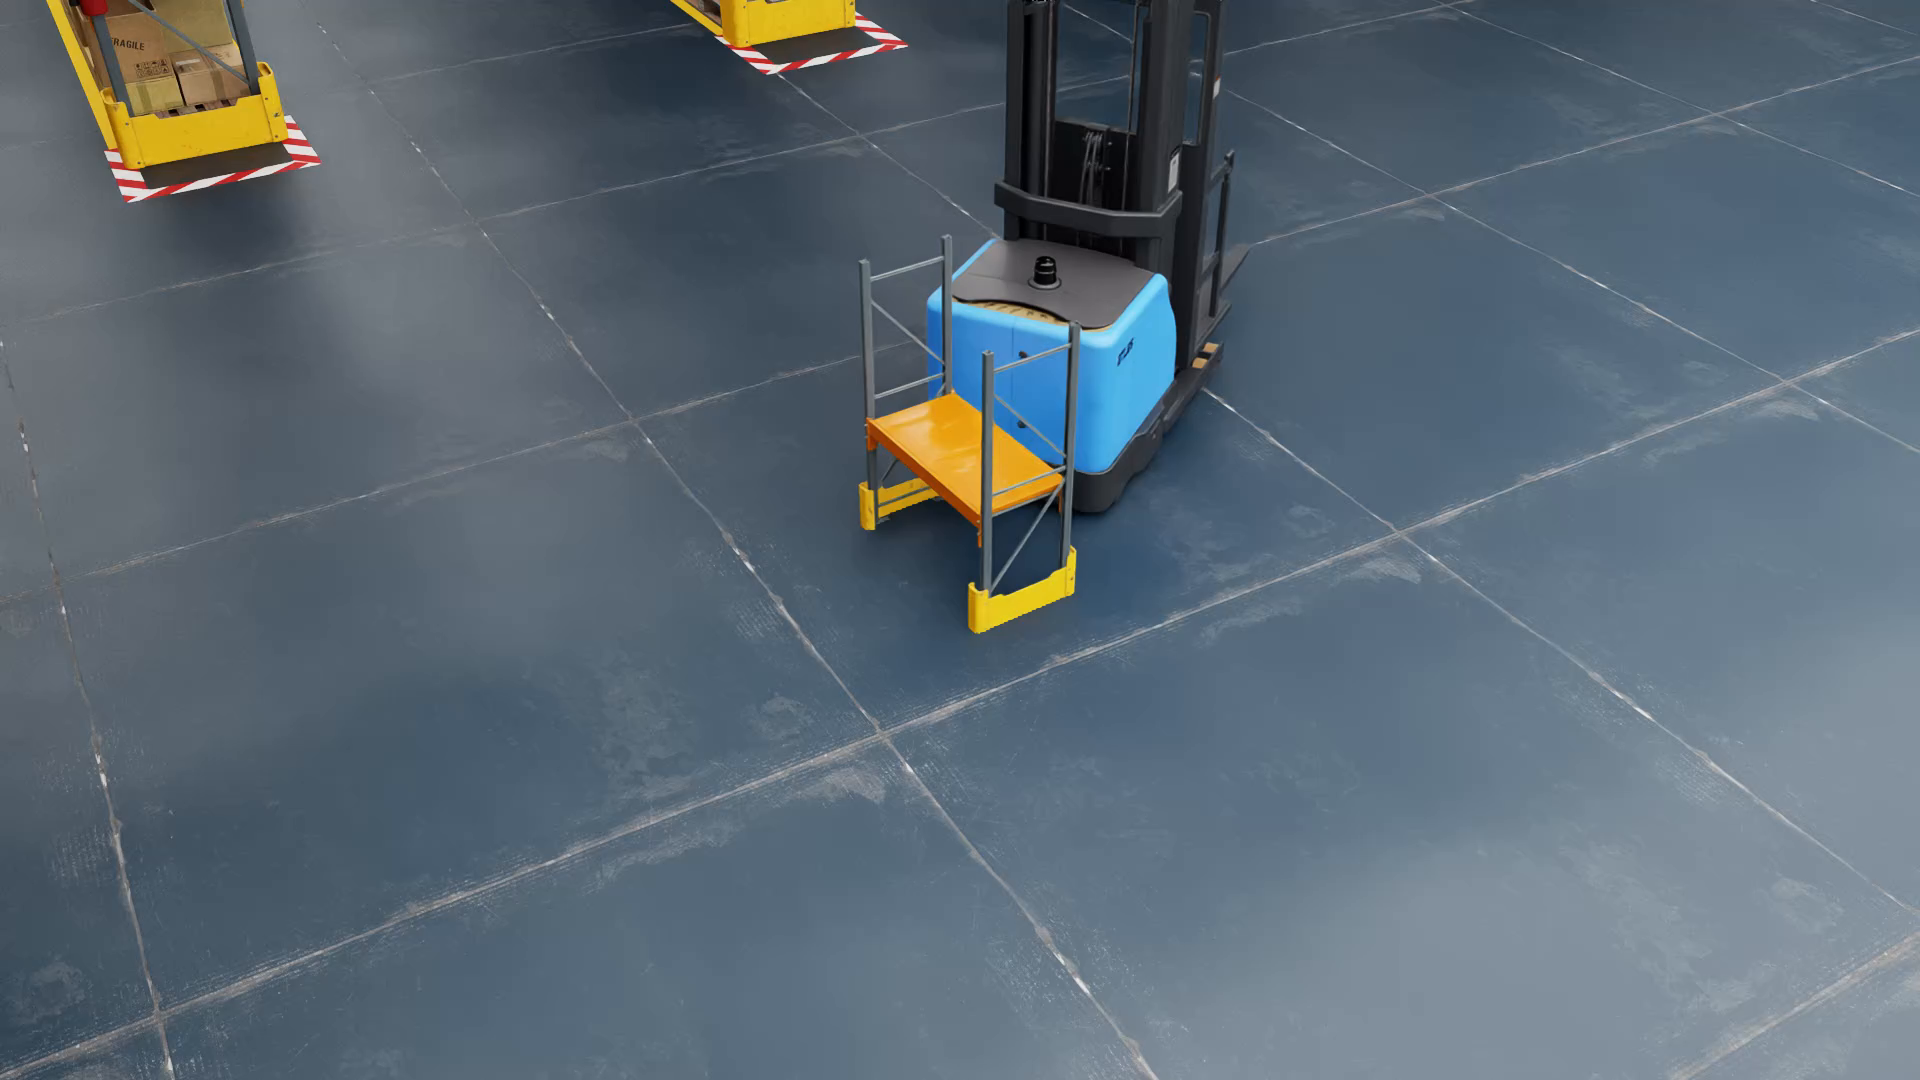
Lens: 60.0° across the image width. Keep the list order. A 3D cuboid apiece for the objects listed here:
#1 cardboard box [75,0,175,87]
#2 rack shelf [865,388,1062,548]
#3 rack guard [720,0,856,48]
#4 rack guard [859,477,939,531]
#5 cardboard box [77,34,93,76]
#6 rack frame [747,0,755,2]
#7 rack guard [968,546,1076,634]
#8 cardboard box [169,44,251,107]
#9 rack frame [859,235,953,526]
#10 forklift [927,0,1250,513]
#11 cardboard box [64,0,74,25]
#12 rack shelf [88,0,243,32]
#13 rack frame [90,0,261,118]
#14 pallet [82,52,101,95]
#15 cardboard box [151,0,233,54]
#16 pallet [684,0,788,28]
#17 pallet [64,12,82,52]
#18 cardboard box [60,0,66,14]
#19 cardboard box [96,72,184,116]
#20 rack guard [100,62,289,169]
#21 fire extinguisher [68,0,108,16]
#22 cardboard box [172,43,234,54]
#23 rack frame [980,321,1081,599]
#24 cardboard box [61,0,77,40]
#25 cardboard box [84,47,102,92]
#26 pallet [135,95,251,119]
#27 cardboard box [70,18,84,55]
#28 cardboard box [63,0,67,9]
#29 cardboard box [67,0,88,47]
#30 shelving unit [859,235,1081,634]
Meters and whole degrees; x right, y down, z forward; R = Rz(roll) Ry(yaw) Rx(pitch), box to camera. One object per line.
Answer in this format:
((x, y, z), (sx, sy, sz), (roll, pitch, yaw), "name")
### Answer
((-6.225, -3.737, 12.390), (0.500, 0.500, 0.500), (-19, 40, -24), "cardboard box")
((0.028, -0.366, 8.012), (0.538, 0.185, 1.000), (-21, 41, -27), "rack shelf")
((-1.492, -4.671, 14.449), (1.175, 0.500, 0.348), (-19, 40, -24), "rack guard")
((-0.253, -0.256, 8.616), (0.587, 0.250, 0.087), (-21, 41, -27), "rack guard")
((-6.737, -3.941, 13.305), (0.500, 0.250, 0.500), (-19, 40, -24), "cardboard box")
((-1.414, -5.655, 13.677), (1.000, 3.000, 0.127), (-19, 40, -24), "rack frame")
((0.299, 0.233, 7.946), (0.587, 0.250, 0.087), (-21, 41, -27), "rack guard")
((-5.775, -3.588, 12.822), (0.500, 0.250, 0.500), (-19, 40, -24), "cardboard box")
((-0.254, -0.761, 8.248), (0.500, 1.500, 0.032), (-21, 41, -27), "rack frame")
((0.910, -2.183, 8.981), (1.130, 2.935, 3.031), (16, 39, 20), "forklift")
((-6.990, -4.498, 13.432), (0.500, 0.500, 0.500), (-19, 40, -24), "cardboard box")
((-6.703, -4.919, 13.279), (1.077, 0.370, 4.000), (-19, 40, -24), "rack shelf")
((-5.698, -4.190, 11.670), (1.000, 3.000, 0.127), (-19, 40, -24), "rack frame")
((-6.728, -4.063, 13.861), (1.003, 0.211, 1.213), (-19, 40, -24), "pallet")
((-6.028, -4.145, 12.949), (0.500, 0.500, 0.500), (-19, 40, -24), "cardboard box")
((-1.896, -4.970, 15.103), (1.003, 0.211, 1.213), (-19, 40, -24), "pallet")
((-7.345, -4.685, 14.713), (1.003, 0.211, 1.213), (-19, 40, -24), "pallet")
((-7.490, -4.706, 14.352), (0.500, 0.250, 0.500), (-19, 40, -24), "cardboard box")
((-6.223, -3.435, 12.612), (0.500, 0.250, 0.500), (-19, 40, -24), "cardboard box")
((-5.686, -3.168, 12.391), (1.175, 0.500, 0.348), (-19, 40, -24), "rack guard")
((-6.041, -3.960, 11.422), (0.296, 0.674, 0.183), (-19, 40, -24), "fire extinguisher")
((-6.030, -3.842, 13.170), (0.500, 0.250, 0.500), (-19, 40, -24), "cardboard box")
((0.310, -0.262, 7.565), (0.500, 1.500, 0.032), (-21, 41, -27), "rack frame")
((-7.243, -4.449, 14.001), (0.500, 0.250, 0.500), (-19, 40, -24), "cardboard box")
((-6.485, -3.686, 12.956), (0.500, 0.250, 0.500), (-19, 40, -24), "cardboard box")
((-6.119, -3.441, 13.010), (1.003, 0.211, 1.213), (-19, 40, -24), "pallet")
((-6.987, -4.196, 13.655), (0.500, 0.250, 0.500), (-19, 40, -24), "cardboard box")
((-7.243, -4.752, 13.780), (0.500, 0.500, 0.500), (-19, 40, -24), "cardboard box")
((-6.740, -4.243, 13.082), (0.500, 0.500, 0.500), (-19, 40, -24), "cardboard box")
((0.023, -0.516, 7.912), (0.587, 1.500, 1.083), (-21, 41, -27), "shelving unit")
